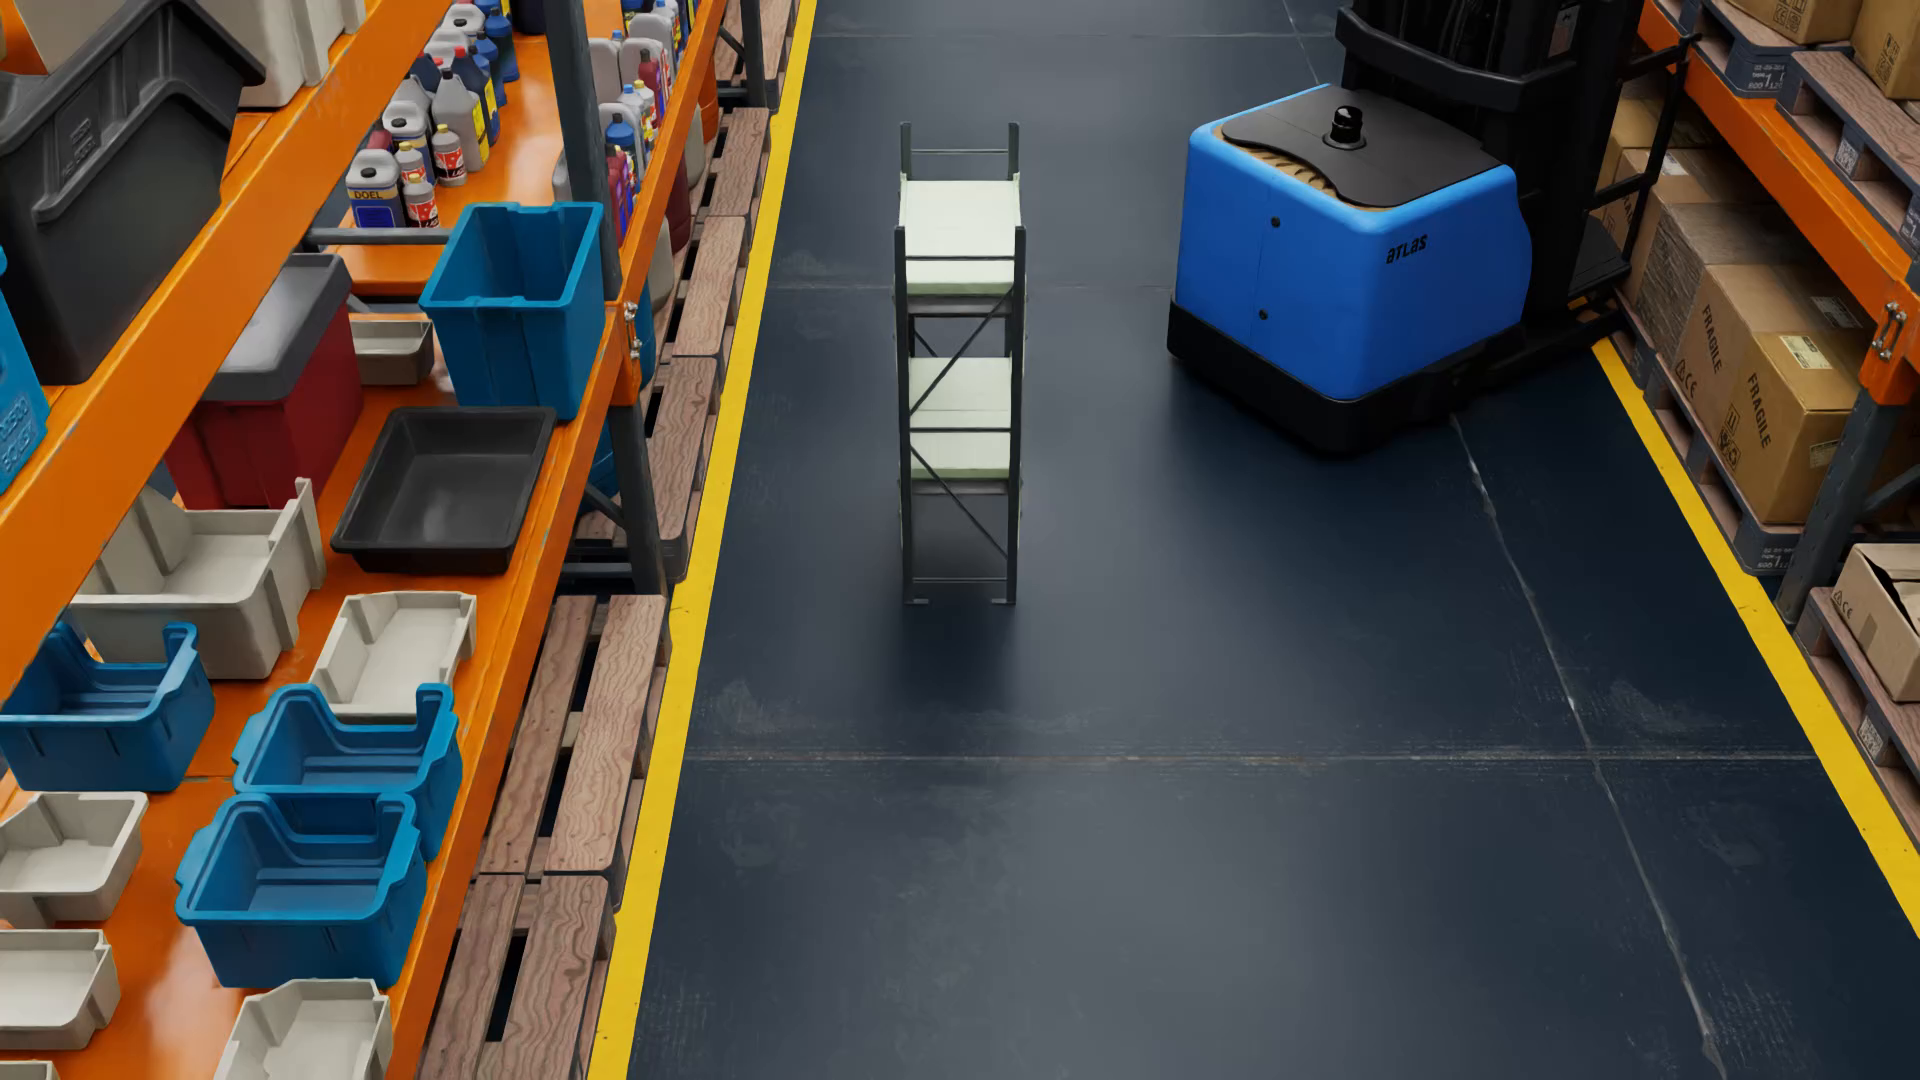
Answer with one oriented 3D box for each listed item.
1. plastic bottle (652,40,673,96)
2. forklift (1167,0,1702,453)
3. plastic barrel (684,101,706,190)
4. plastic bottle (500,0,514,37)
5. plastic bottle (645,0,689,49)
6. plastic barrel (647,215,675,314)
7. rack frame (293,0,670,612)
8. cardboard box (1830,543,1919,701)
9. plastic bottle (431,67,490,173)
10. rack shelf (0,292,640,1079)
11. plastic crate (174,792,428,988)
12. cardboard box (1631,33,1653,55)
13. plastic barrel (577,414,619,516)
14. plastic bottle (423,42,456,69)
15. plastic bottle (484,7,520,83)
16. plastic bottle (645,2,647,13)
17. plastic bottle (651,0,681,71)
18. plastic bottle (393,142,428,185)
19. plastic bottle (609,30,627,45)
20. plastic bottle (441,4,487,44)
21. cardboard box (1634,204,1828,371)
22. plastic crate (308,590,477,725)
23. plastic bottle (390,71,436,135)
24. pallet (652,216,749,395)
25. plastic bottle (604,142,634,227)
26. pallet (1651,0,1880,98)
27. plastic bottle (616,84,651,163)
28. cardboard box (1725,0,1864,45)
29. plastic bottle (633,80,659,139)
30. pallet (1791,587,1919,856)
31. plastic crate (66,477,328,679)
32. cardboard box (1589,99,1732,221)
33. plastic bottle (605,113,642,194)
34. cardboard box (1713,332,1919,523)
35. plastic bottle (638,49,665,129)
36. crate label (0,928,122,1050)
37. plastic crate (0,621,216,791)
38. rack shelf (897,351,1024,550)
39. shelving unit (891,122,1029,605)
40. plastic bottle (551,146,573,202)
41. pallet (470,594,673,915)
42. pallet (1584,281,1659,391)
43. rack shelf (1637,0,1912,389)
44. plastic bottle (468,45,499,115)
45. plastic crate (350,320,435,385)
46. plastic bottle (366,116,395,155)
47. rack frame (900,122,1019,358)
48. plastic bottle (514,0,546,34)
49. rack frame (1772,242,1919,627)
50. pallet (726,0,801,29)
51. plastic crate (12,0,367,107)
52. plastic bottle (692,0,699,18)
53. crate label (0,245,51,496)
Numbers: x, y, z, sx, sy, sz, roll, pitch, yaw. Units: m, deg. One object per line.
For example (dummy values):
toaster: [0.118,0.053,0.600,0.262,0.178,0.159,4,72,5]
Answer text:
plastic bottle: [-1.133,-1.766,6.213,0.097,0.201,0.097,0,39,0]
forklift: [2.382,-2.228,6.686,3.031,2.935,1.130,-24,45,-27]
plastic barrel: [-1.437,-1.937,7.922,0.421,0.512,0.421,0,39,0]
plastic bottle: [-1.869,-2.146,6.569,0.144,0.351,0.185,0,39,0]
plastic bottle: [-1.157,-2.118,6.534,0.144,0.351,0.185,0,39,0]
plastic barrel: [-1.435,-1.231,7.041,0.421,0.512,0.421,0,39,0]
rack frame: [-1.540,-0.902,4.977,1.000,3.000,0.127,0,39,0]
cardboard box: [3.198,0.237,5.354,0.500,0.311,0.500,0,39,0]
plastic bottle: [-1.724,-1.457,5.709,0.144,0.351,0.185,0,39,0]
rack shelf: [-1.537,0.630,3.641,1.077,0.370,4.000,0,39,0]
plastic crate: [-1.208,0.664,3.109,0.416,0.233,0.300,0,39,0]
cardboard box: [3.124,-2.316,8.388,0.500,0.500,0.500,2,39,2]
plastic barrel: [-1.523,-0.587,5.926,0.600,0.901,0.708,0,39,0]
plastic bottle: [-1.864,-1.643,6.001,0.152,0.276,0.135,0,39,0]
plastic bottle: [-1.740,-1.883,6.303,0.097,0.271,0.097,0,39,0]
plastic bottle: [-1.260,-2.275,6.783,0.061,0.283,0.133,0,39,0]
plastic bottle: [-1.133,-1.938,6.372,0.097,0.271,0.097,0,39,0]
plastic bottle: [-1.830,-1.226,5.541,0.097,0.201,0.097,0,39,0]
plastic bottle: [-1.285,-1.826,6.289,0.097,0.201,0.097,0,39,0]
plastic bottle: [-1.865,-1.873,6.287,0.152,0.276,0.135,0,39,0]
cardboard box: [3.134,-1.030,6.784,0.500,0.500,0.500,0,39,1]
plastic crate: [-1.237,0.266,3.682,0.293,0.136,0.466,0,39,0]
plastic bottle: [-1.868,-1.457,5.709,0.144,0.351,0.185,0,39,0]
pallet: [-1.503,-1.061,7.405,1.003,0.211,1.213,0,39,0]
plastic bottle: [-1.114,-1.169,5.404,0.061,0.283,0.133,0,39,0]
pallet: [3.416,-2.113,6.642,1.003,0.211,1.213,0,39,0]
plastic bottle: [-1.132,-1.443,5.754,0.097,0.271,0.097,0,39,0]
cardboard box: [3.350,-2.211,6.194,0.700,0.500,0.500,-9,40,-11]
plastic bottle: [-1.133,-1.537,5.928,0.097,0.201,0.097,0,39,0]
pallet: [3.413,0.615,5.314,1.003,0.211,1.213,0,39,0]
plastic crate: [-1.722,0.076,3.803,0.437,0.282,0.530,0,39,0]
cardboard box: [3.126,-1.675,7.588,0.500,0.500,0.500,-1,39,-1]
plastic bottle: [-1.132,-1.298,5.573,0.097,0.271,0.097,0,39,0]
cardboard box: [3.126,-0.408,6.007,0.500,0.500,0.500,0,39,0]
plastic bottle: [-1.115,-1.641,5.993,0.061,0.283,0.133,0,39,0]
crate label: [-1.728,0.814,2.999,0.396,0.136,0.243,0,39,0]
plastic crate: [-1.794,0.357,3.491,0.416,0.233,0.300,0,39,0]
rack shelf: [0.000,-0.335,5.990,0.431,0.370,0.720,0,39,0]
shelving unit: [0.000,-0.589,5.786,0.431,1.500,0.755,0,39,0]
plastic bottle: [-1.216,-1.128,5.299,0.144,0.351,0.185,0,39,0]
pallet: [-1.500,0.646,5.275,1.003,0.211,1.213,0,39,0]
pallet: [3.371,-1.088,7.439,1.003,0.211,1.213,0,39,0]
rack shelf: [3.411,-1.873,6.764,1.077,0.370,4.000,0,39,0]
plastic bottle: [-1.740,-1.653,6.017,0.097,0.271,0.097,0,39,0]
plastic crate: [-1.682,-0.531,4.677,0.396,0.136,0.243,0,39,0]
plastic bottle: [-1.909,-1.247,5.501,0.061,0.283,0.133,0,39,0]
rack frame: [0.000,-0.818,6.072,0.400,1.500,0.023,0,39,0]
plastic bottle: [-1.717,-2.230,6.674,0.144,0.351,0.185,0,39,0]
rack frame: [3.414,-0.903,4.978,1.000,3.000,0.127,0,39,0]
pallet: [-1.505,-3.560,10.524,1.003,0.211,1.213,0,39,0]
plastic crate: [-1.229,-0.911,2.684,0.437,0.282,0.530,0,39,0]
plastic bottle: [-1.157,-2.317,6.782,0.144,0.351,0.185,0,39,0]
crate label: [-1.213,-0.090,1.684,0.408,0.251,0.502,0,39,0]
